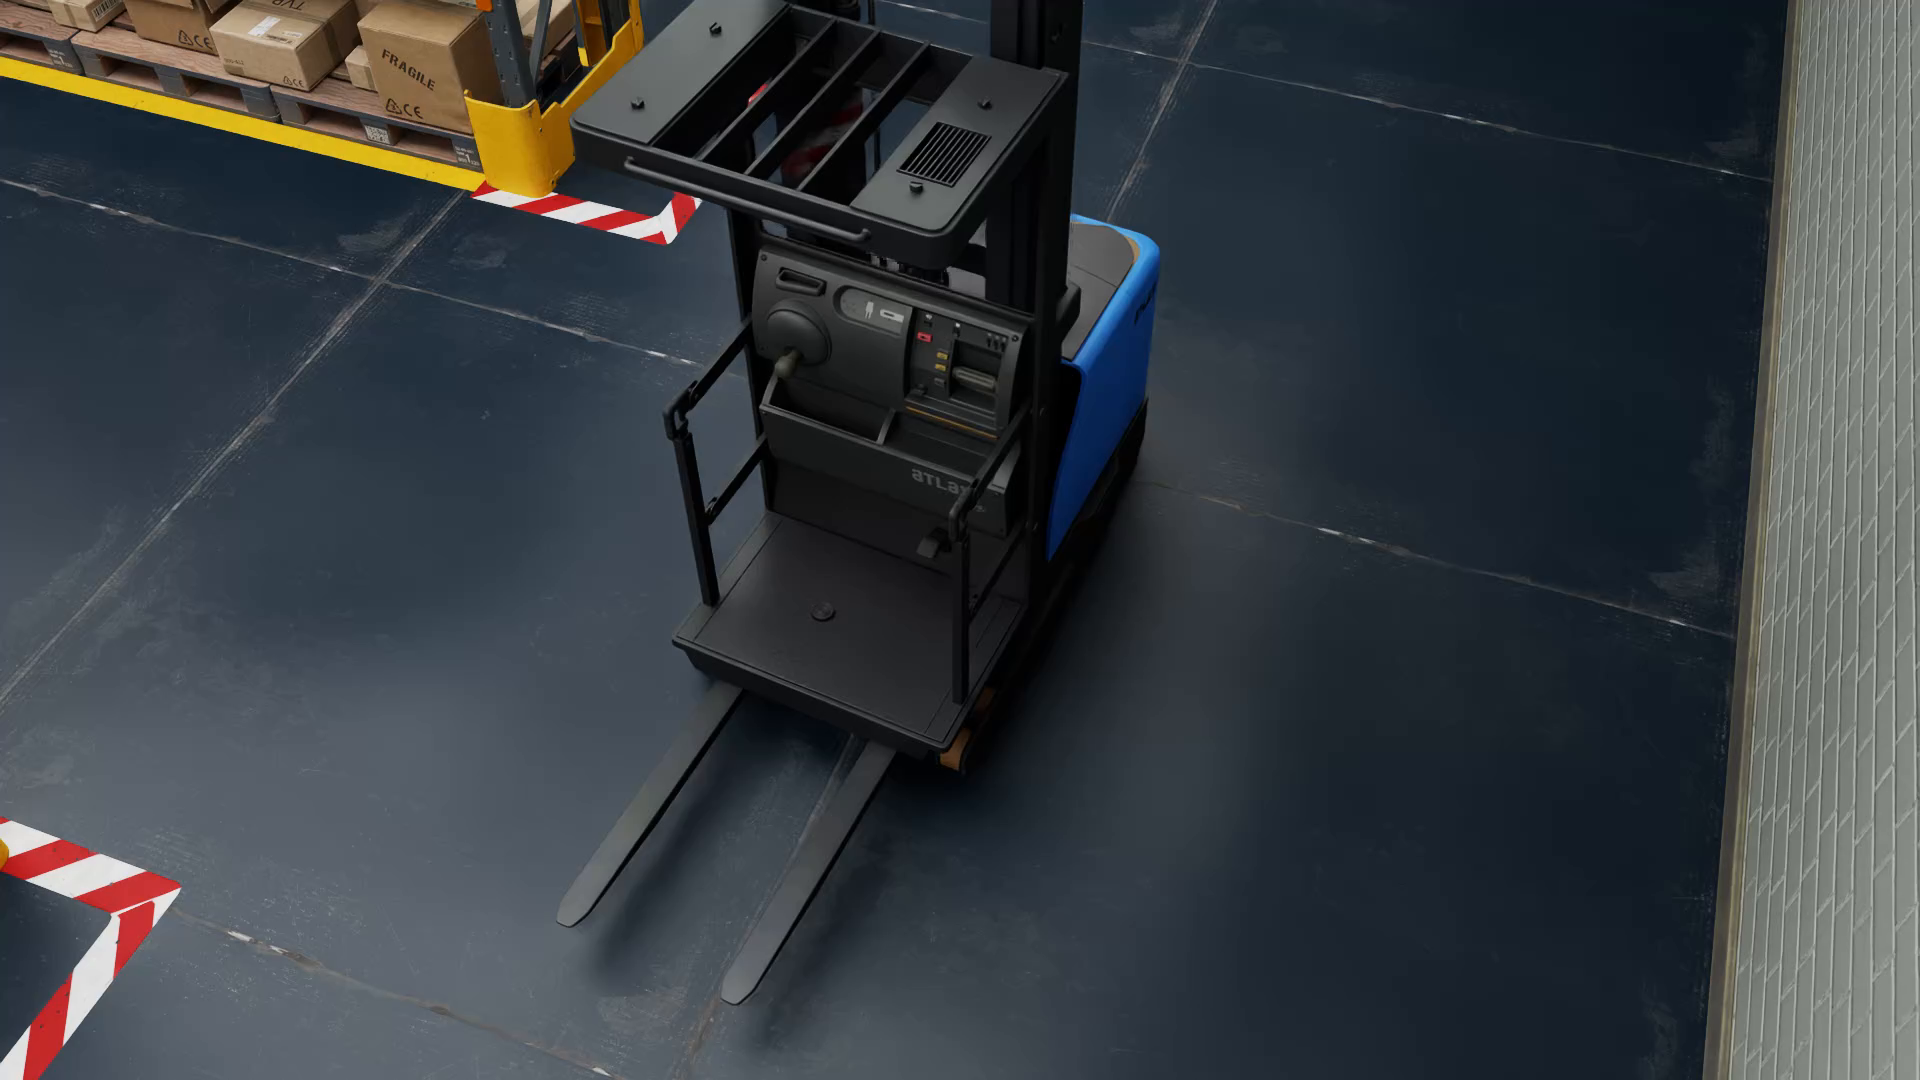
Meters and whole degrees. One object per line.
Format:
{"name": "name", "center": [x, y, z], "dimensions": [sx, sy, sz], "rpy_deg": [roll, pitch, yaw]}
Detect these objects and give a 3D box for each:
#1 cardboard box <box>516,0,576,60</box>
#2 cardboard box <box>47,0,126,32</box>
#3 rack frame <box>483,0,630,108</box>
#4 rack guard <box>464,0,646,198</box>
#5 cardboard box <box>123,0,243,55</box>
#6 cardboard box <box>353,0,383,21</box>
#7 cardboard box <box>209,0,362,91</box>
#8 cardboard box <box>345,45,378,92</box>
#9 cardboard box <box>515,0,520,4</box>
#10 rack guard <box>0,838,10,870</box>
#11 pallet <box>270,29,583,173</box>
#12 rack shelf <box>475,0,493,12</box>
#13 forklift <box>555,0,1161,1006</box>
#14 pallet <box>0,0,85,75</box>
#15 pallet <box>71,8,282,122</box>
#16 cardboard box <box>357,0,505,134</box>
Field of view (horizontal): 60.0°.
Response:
{"name": "cardboard box", "center": [-2.174, -2.626, 8.503], "dimensions": [0.250, 0.149, 0.380], "rpy_deg": [16, 51, 13]}
{"name": "cardboard box", "center": [-4.519, -2.844, 8.680], "dimensions": [0.250, 0.166, 0.380], "rpy_deg": [16, 51, 13]}
{"name": "rack frame", "center": [-1.900, -3.063, 7.286], "dimensions": [0.127, 3.000, 1.000], "rpy_deg": [16, 51, 13]}
{"name": "rack guard", "center": [-1.971, -2.264, 8.248], "dimensions": [0.348, 0.500, 1.175], "rpy_deg": [16, 51, 13]}
{"name": "cardboard box", "center": [-3.888, -2.948, 8.548], "dimensions": [0.637, 0.503, 0.797], "rpy_deg": [16, 51, 13]}
{"name": "cardboard box", "center": [-2.781, -2.781, 8.570], "dimensions": [0.500, 0.250, 0.500], "rpy_deg": [16, 51, 13]}
{"name": "cardboard box", "center": [-3.376, -2.544, 8.365], "dimensions": [0.500, 0.250, 0.500], "rpy_deg": [16, 51, 13]}
{"name": "cardboard box", "center": [-2.844, -2.416, 8.310], "dimensions": [0.250, 0.166, 0.380], "rpy_deg": [16, 51, 13]}
{"name": "cardboard box", "center": [-2.408, -2.698, 8.553], "dimensions": [0.250, 0.166, 0.380], "rpy_deg": [16, 51, 13]}
{"name": "rack guard", "center": [-3.593, 1.263, 5.191], "dimensions": [0.348, 0.500, 1.175], "rpy_deg": [16, 51, 13]}
{"name": "pallet", "center": [-2.720, -2.377, 8.538], "dimensions": [1.213, 0.211, 1.003], "rpy_deg": [16, 51, 13]}
{"name": "rack shelf", "center": [-3.776, -3.351, 8.012], "dimensions": [4.000, 0.370, 1.077], "rpy_deg": [16, 51, 13]}
{"name": "forklift", "center": [-0.330, -0.528, 5.135], "dimensions": [1.130, 2.935, 3.031], "rpy_deg": [20, 52, 16]}
{"name": "pallet", "center": [-5.008, -3.016, 9.091], "dimensions": [1.213, 0.211, 1.003], "rpy_deg": [16, 51, 13]}
{"name": "pallet", "center": [-3.860, -2.698, 8.815], "dimensions": [1.213, 0.211, 1.003], "rpy_deg": [16, 51, 13]}
{"name": "cardboard box", "center": [-2.495, -2.356, 8.036], "dimensions": [0.500, 0.500, 0.500], "rpy_deg": [16, 51, 13]}
